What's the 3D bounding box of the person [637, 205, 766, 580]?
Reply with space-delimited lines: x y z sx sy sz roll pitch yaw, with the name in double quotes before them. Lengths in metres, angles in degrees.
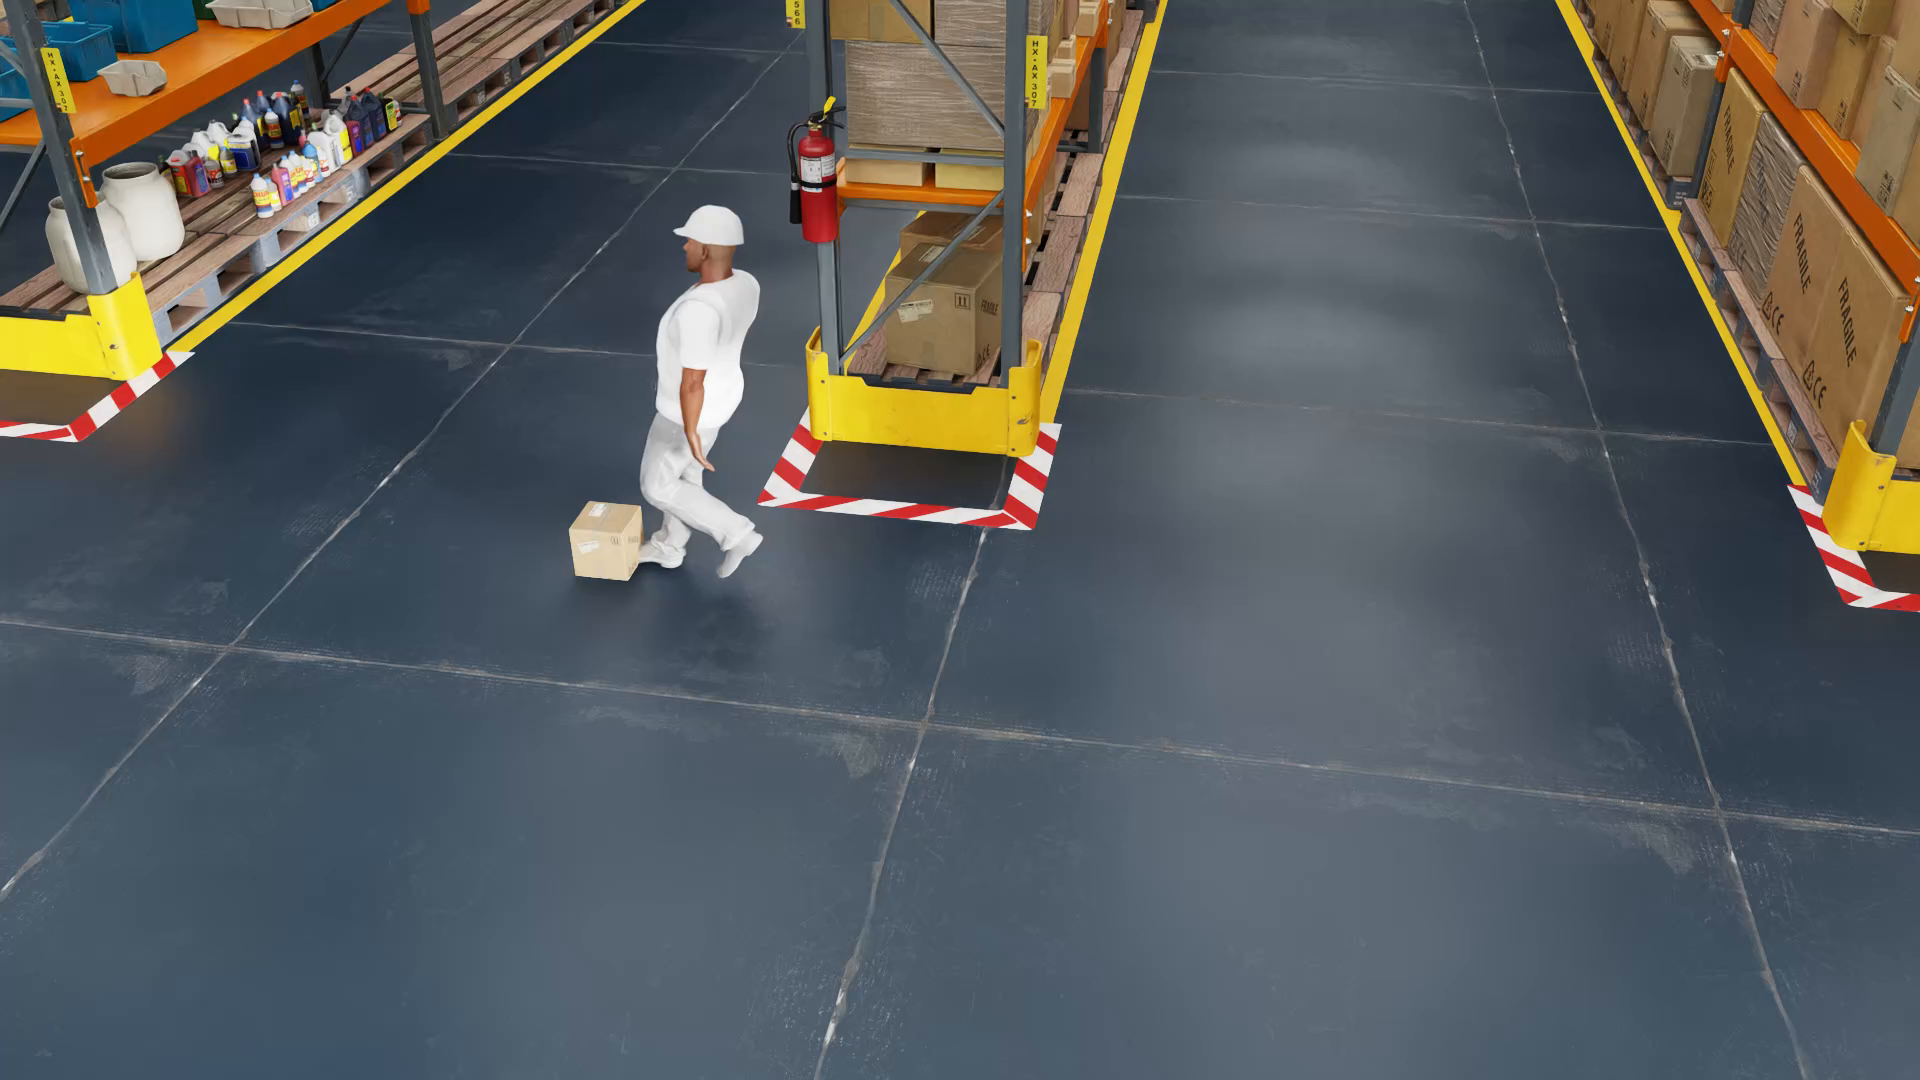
"person" -1.195 -0.615 7.052 0.672 1.664 0.638 8 33 12
